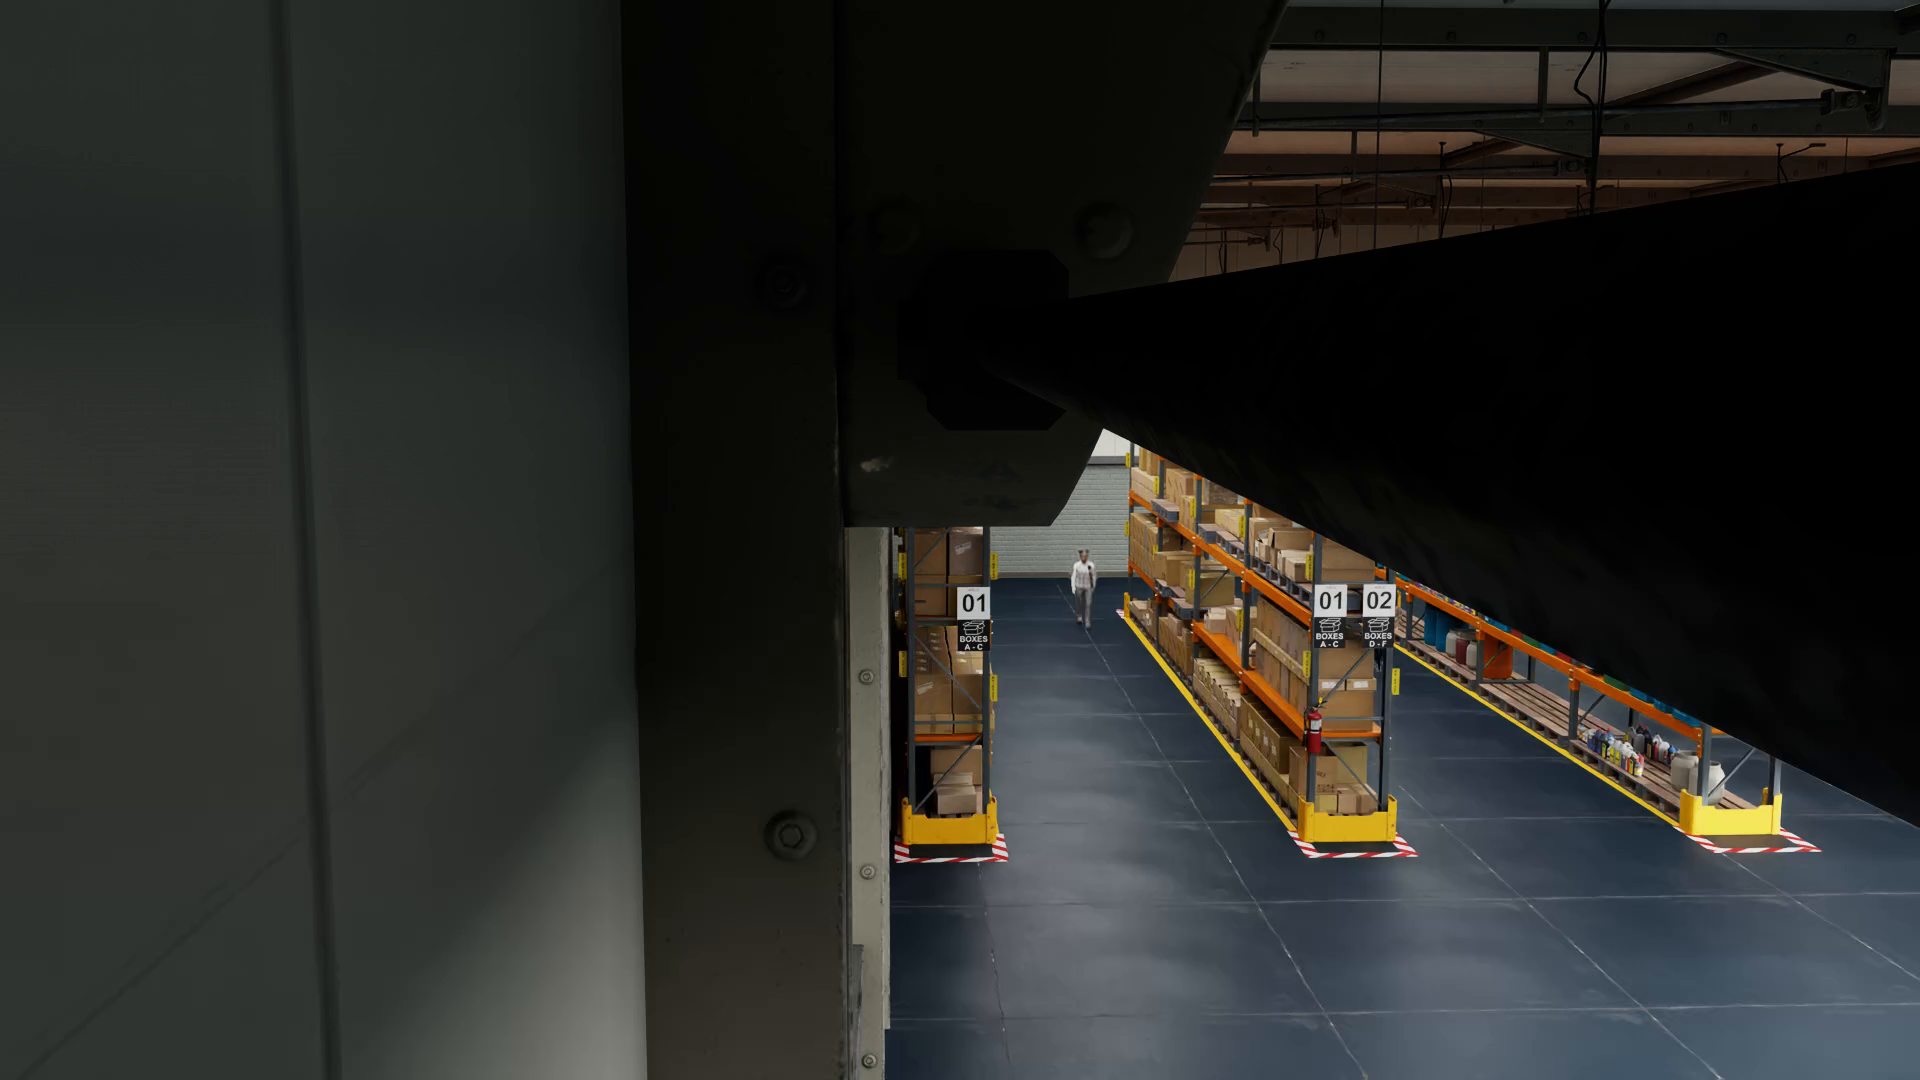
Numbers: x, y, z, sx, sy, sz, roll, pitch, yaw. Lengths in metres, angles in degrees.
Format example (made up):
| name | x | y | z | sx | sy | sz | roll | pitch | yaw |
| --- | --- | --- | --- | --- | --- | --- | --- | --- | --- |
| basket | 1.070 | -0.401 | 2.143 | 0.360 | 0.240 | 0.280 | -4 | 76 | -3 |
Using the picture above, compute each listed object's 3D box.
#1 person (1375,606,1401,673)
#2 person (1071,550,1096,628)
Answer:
| name | x | y | z | sx | sy | sz | roll | pitch | yaw |
| --- | --- | --- | --- | --- | --- | --- | --- | --- | --- |
| person | 7.745 | 1.680 | 30.359 | 0.581 | 1.515 | 0.791 | 1 | 7 | 7 |
| person | 2.611 | 0.996 | 35.184 | 0.507 | 1.615 | 1.034 | 0 | 7 | 1 |
